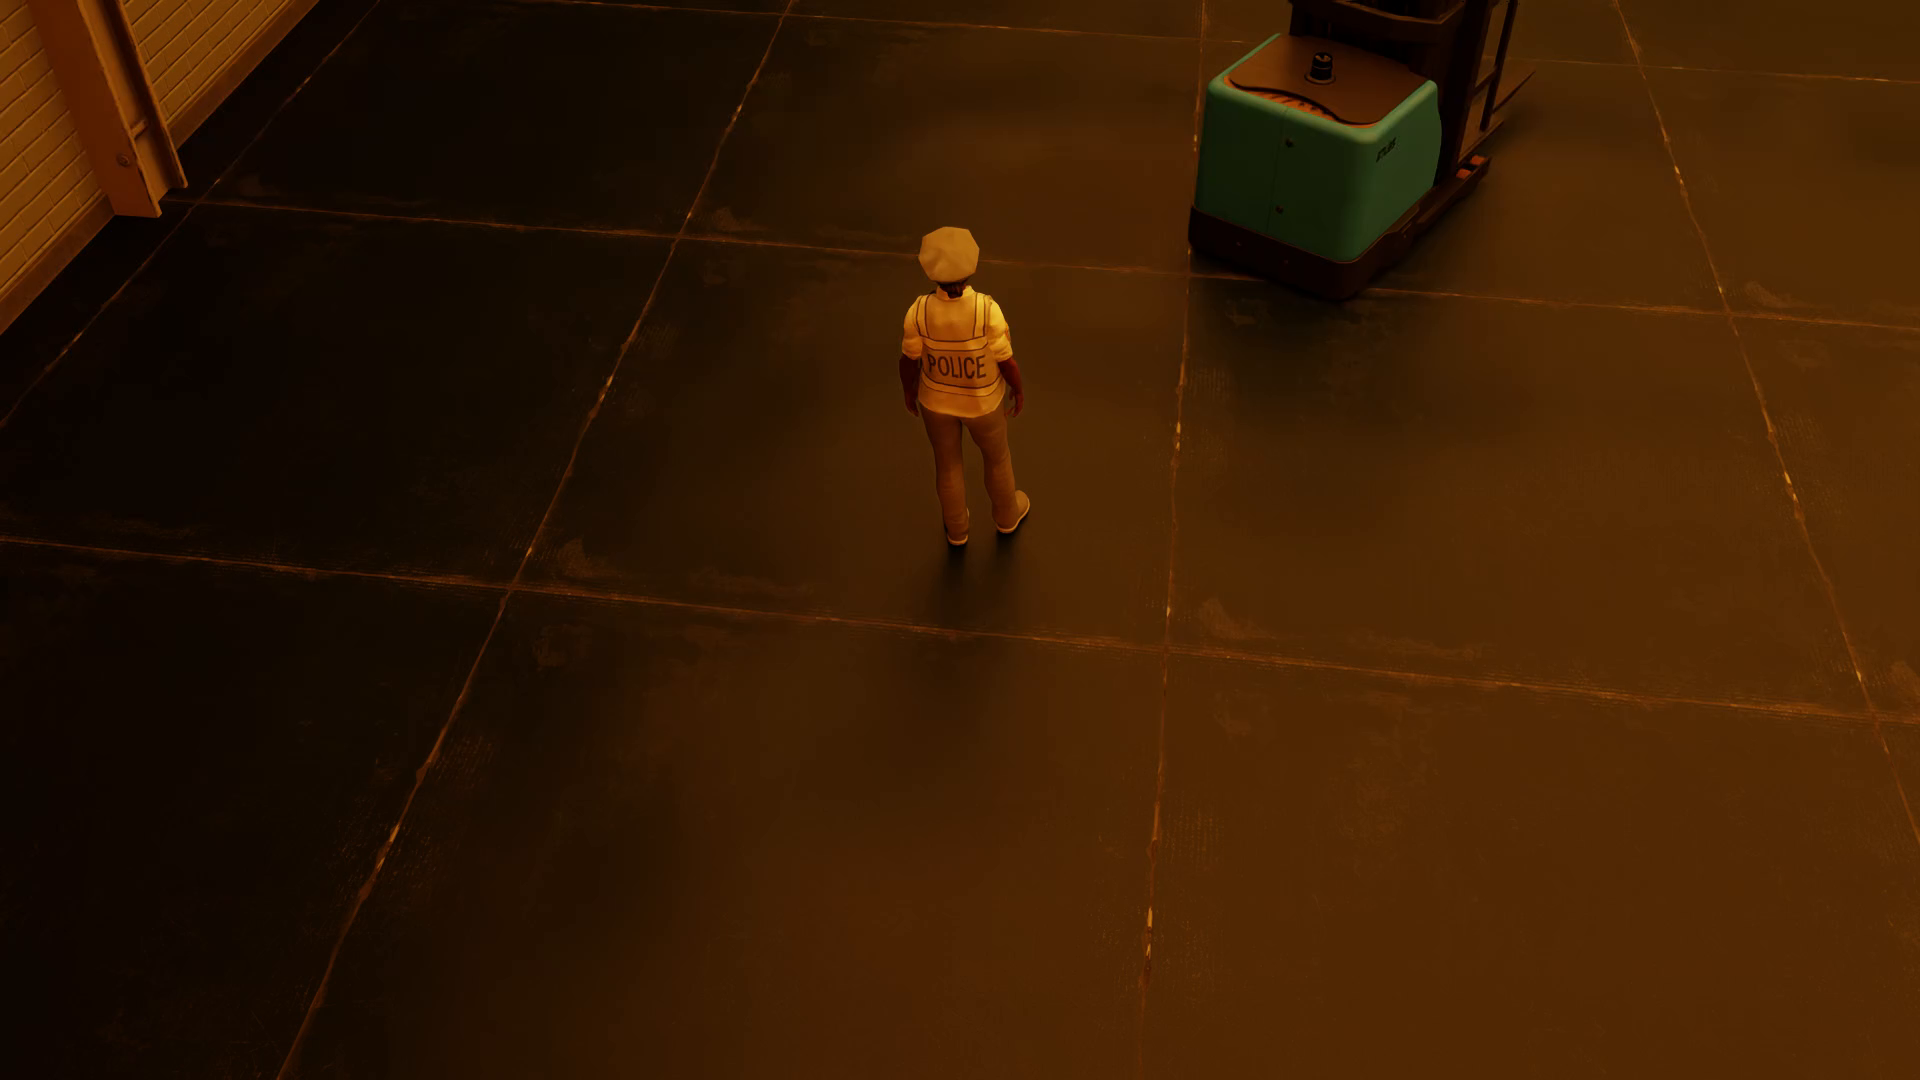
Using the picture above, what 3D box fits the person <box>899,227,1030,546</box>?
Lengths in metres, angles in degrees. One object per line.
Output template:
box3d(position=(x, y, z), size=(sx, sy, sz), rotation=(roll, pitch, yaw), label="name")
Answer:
box3d(position=(0.030, -0.677, 7.365), size=(0.569, 1.694, 0.530), rotation=(5, 43, 6), label="person")

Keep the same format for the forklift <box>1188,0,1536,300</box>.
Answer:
box3d(position=(2.618, -3.362, 9.384), size=(1.130, 2.935, 3.031), rotation=(27, 49, 26), label="forklift")
